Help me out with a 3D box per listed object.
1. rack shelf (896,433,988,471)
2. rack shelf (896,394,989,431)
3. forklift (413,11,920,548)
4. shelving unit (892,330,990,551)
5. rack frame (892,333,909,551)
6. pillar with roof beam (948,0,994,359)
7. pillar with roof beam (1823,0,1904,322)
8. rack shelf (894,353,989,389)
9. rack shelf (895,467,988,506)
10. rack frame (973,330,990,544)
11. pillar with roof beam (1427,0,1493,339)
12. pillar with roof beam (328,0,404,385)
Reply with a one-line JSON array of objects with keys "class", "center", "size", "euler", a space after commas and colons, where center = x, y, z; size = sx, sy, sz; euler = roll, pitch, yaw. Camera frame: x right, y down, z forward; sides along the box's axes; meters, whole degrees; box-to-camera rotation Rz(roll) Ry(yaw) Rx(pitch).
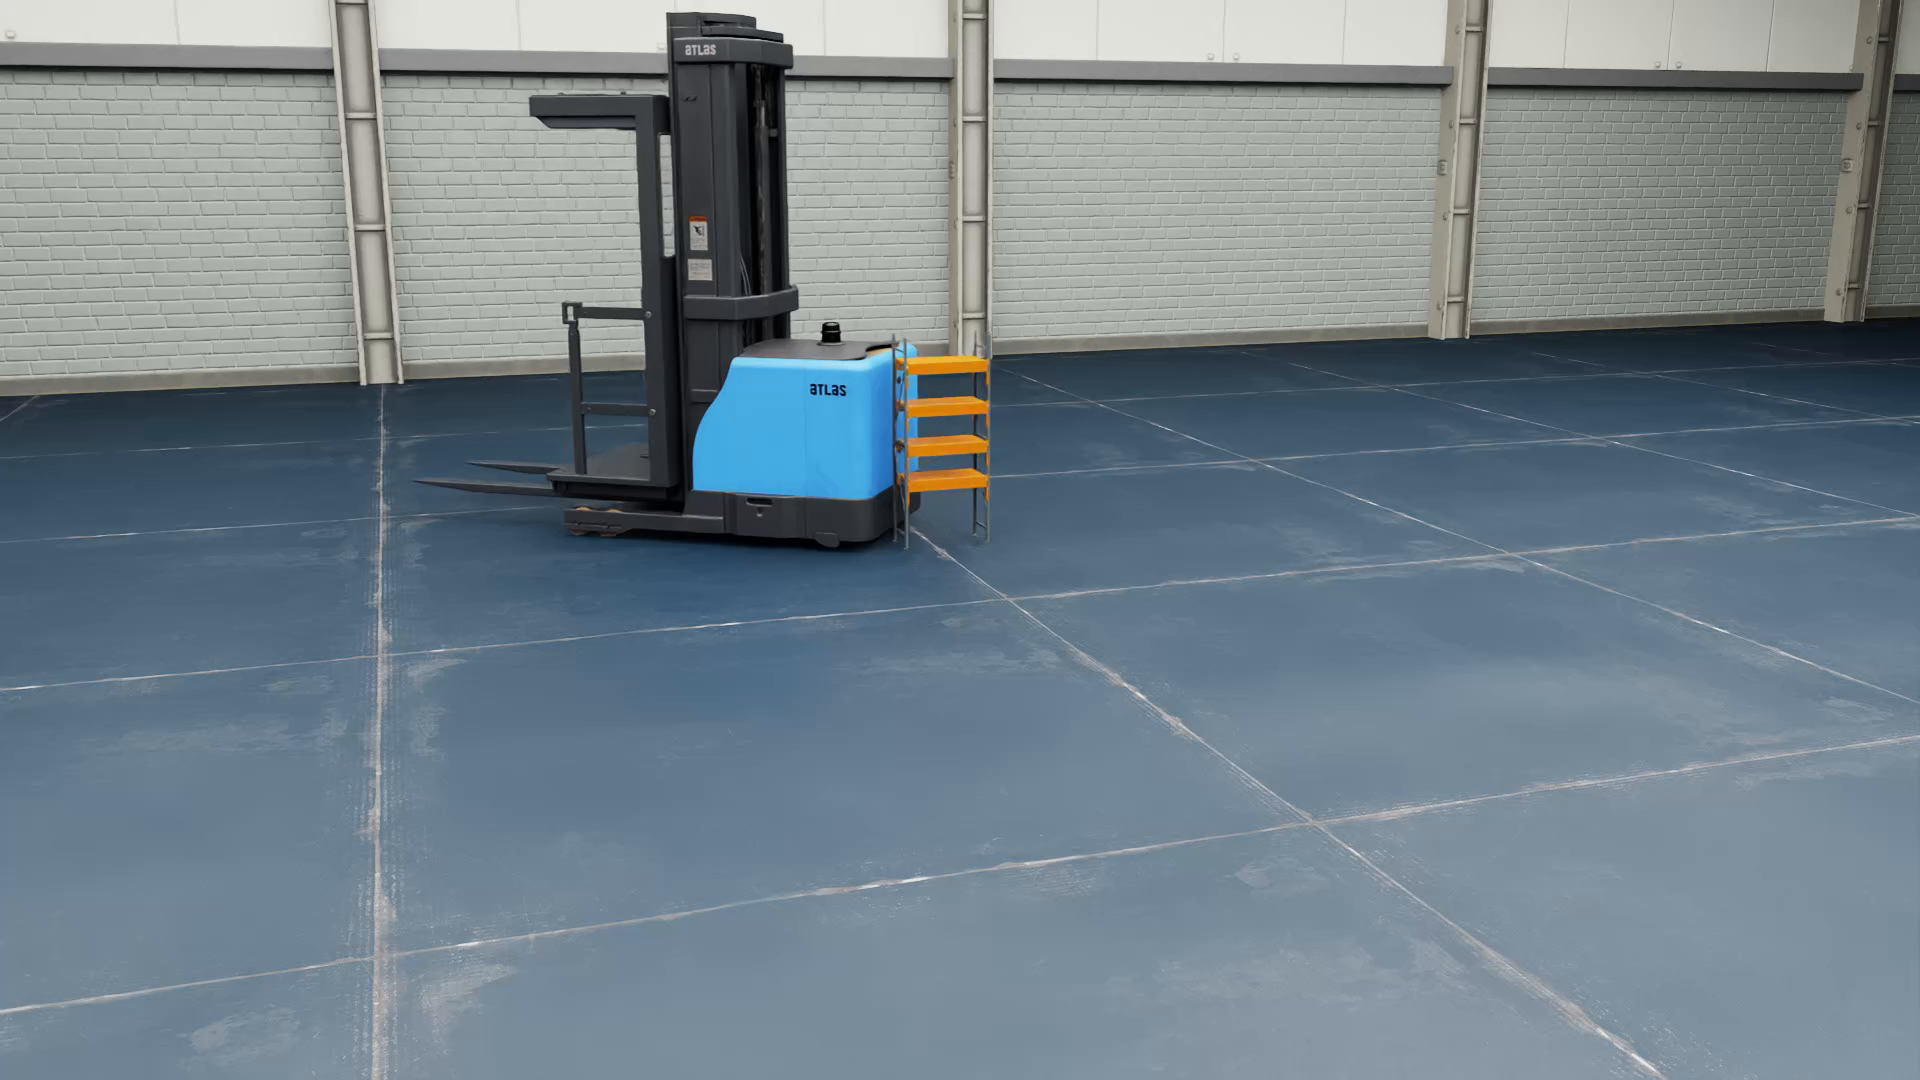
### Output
[{"class": "rack shelf", "center": [-0.107, -0.504, 9.458], "size": [0.480, 0.148, 0.258], "euler": [-5, 14, -19]}, {"class": "rack shelf", "center": [-0.107, -0.721, 9.406], "size": [0.480, 0.148, 0.258], "euler": [-5, 14, -19]}, {"class": "forklift", "center": [-1.817, -1.552, 9.834], "size": [3.031, 2.935, 1.130], "euler": [4, 14, 16]}, {"class": "shelving unit", "center": [-0.107, -0.569, 9.442], "size": [0.503, 1.200, 0.258], "euler": [-5, 14, -19]}, {"class": "rack frame", "center": [-0.337, -0.550, 9.363], "size": [0.015, 1.200, 0.240], "euler": [-5, 14, -19]}, {"class": "pillar with roof beam", "center": [1.485, -5.400, 12.898], "size": [0.400, 9.000, 9.100], "euler": [-4, 14, -18]}, {"class": "pillar with roof beam", "center": [12.859, -6.285, 16.621], "size": [0.400, 9.000, 9.100], "euler": [-4, 14, -18]}, {"class": "rack shelf", "center": [-0.107, -0.951, 9.351], "size": [0.480, 0.148, 0.258], "euler": [-5, 14, -19]}, {"class": "rack shelf", "center": [-0.107, -0.310, 9.504], "size": [0.480, 0.148, 0.258], "euler": [-5, 14, -19]}, {"class": "rack frame", "center": [0.123, -0.588, 9.521], "size": [0.015, 1.200, 0.240], "euler": [-5, 14, -19]}, {"class": "pillar with roof beam", "center": [7.172, -5.843, 14.759], "size": [0.400, 9.000, 9.100], "euler": [-4, 14, -18]}, {"class": "pillar with roof beam", "center": [-4.201, -4.957, 11.036], "size": [0.400, 9.000, 9.100], "euler": [-4, 14, -18]}]
